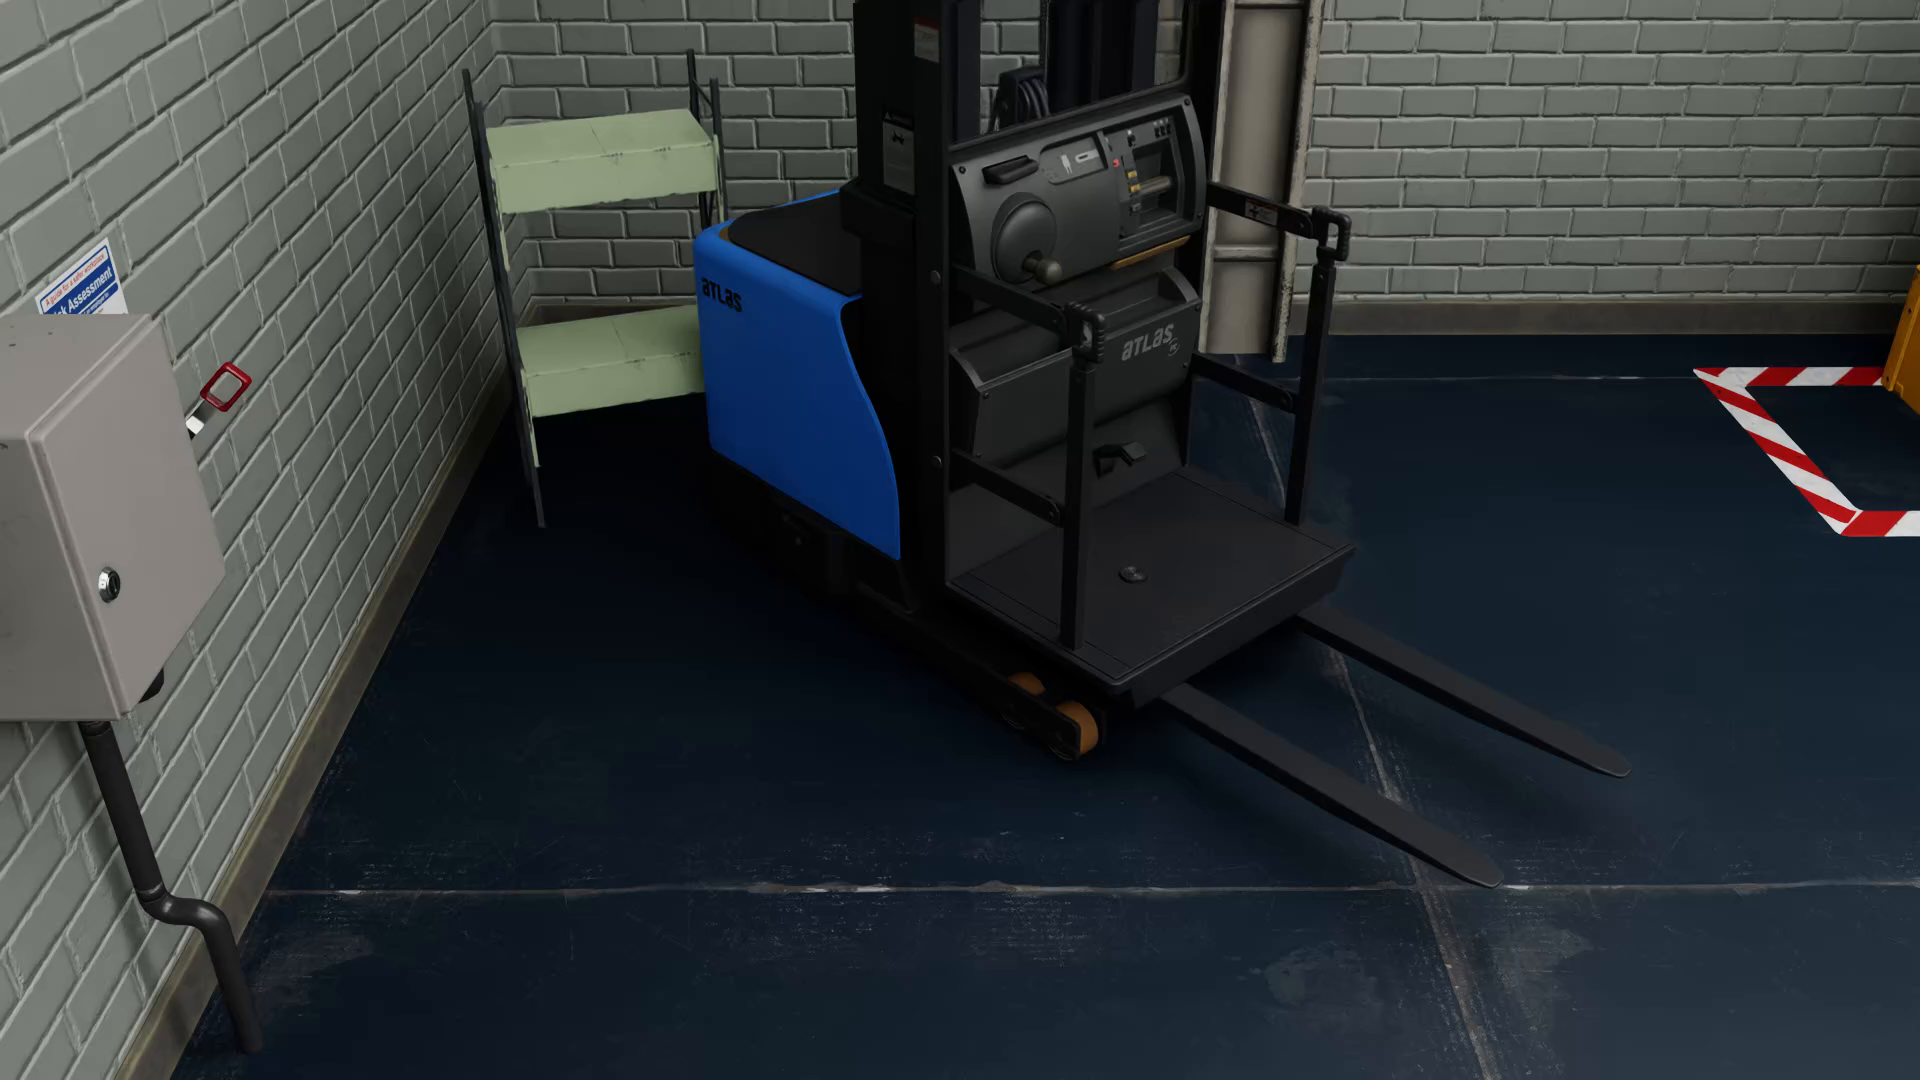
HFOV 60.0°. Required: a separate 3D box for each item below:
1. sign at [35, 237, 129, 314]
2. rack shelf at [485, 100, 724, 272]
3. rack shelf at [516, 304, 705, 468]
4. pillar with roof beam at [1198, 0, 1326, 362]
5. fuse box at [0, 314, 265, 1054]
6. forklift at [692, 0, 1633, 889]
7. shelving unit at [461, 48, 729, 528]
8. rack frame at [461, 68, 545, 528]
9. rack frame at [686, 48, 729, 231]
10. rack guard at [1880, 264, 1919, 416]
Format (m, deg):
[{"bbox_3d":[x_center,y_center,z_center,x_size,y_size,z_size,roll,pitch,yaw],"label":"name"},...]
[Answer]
[{"bbox_3d":[-1.814,-0.349,3.525,0.001,0.494,0.329,0,31,0],"label":"sign"},{"bbox_3d":[-1.186,-1.181,5.498,0.720,0.370,0.431,-11,33,-17],"label":"rack shelf"},{"bbox_3d":[-1.186,-0.569,5.870,0.720,0.370,0.431,-11,33,-17],"label":"rack shelf"},{"bbox_3d":[1.192,-2.439,1.095,0.400,9.000,9.100,0,31,0],"label":"pillar with roof beam"},{"bbox_3d":[-1.604,0.417,3.414,0.414,1.711,0.539,0,31,0],"label":"fuse box"},{"bbox_3d":[0.491,-0.930,4.457,1.130,2.935,3.031,-25,39,-35],"label":"forklift"},{"bbox_3d":[-1.186,-0.847,5.701,0.755,1.500,0.431,-11,33,-17],"label":"shelving unit"},{"bbox_3d":[-1.531,-0.783,5.595,0.023,1.500,0.400,-11,33,-17],"label":"rack frame"},{"bbox_3d":[-0.841,-0.911,5.806,0.023,1.500,0.400,-11,33,-17],"label":"rack frame"},{"bbox_3d":[3.944,-0.580,6.224,0.348,0.500,1.175,0,31,0],"label":"rack guard"}]
